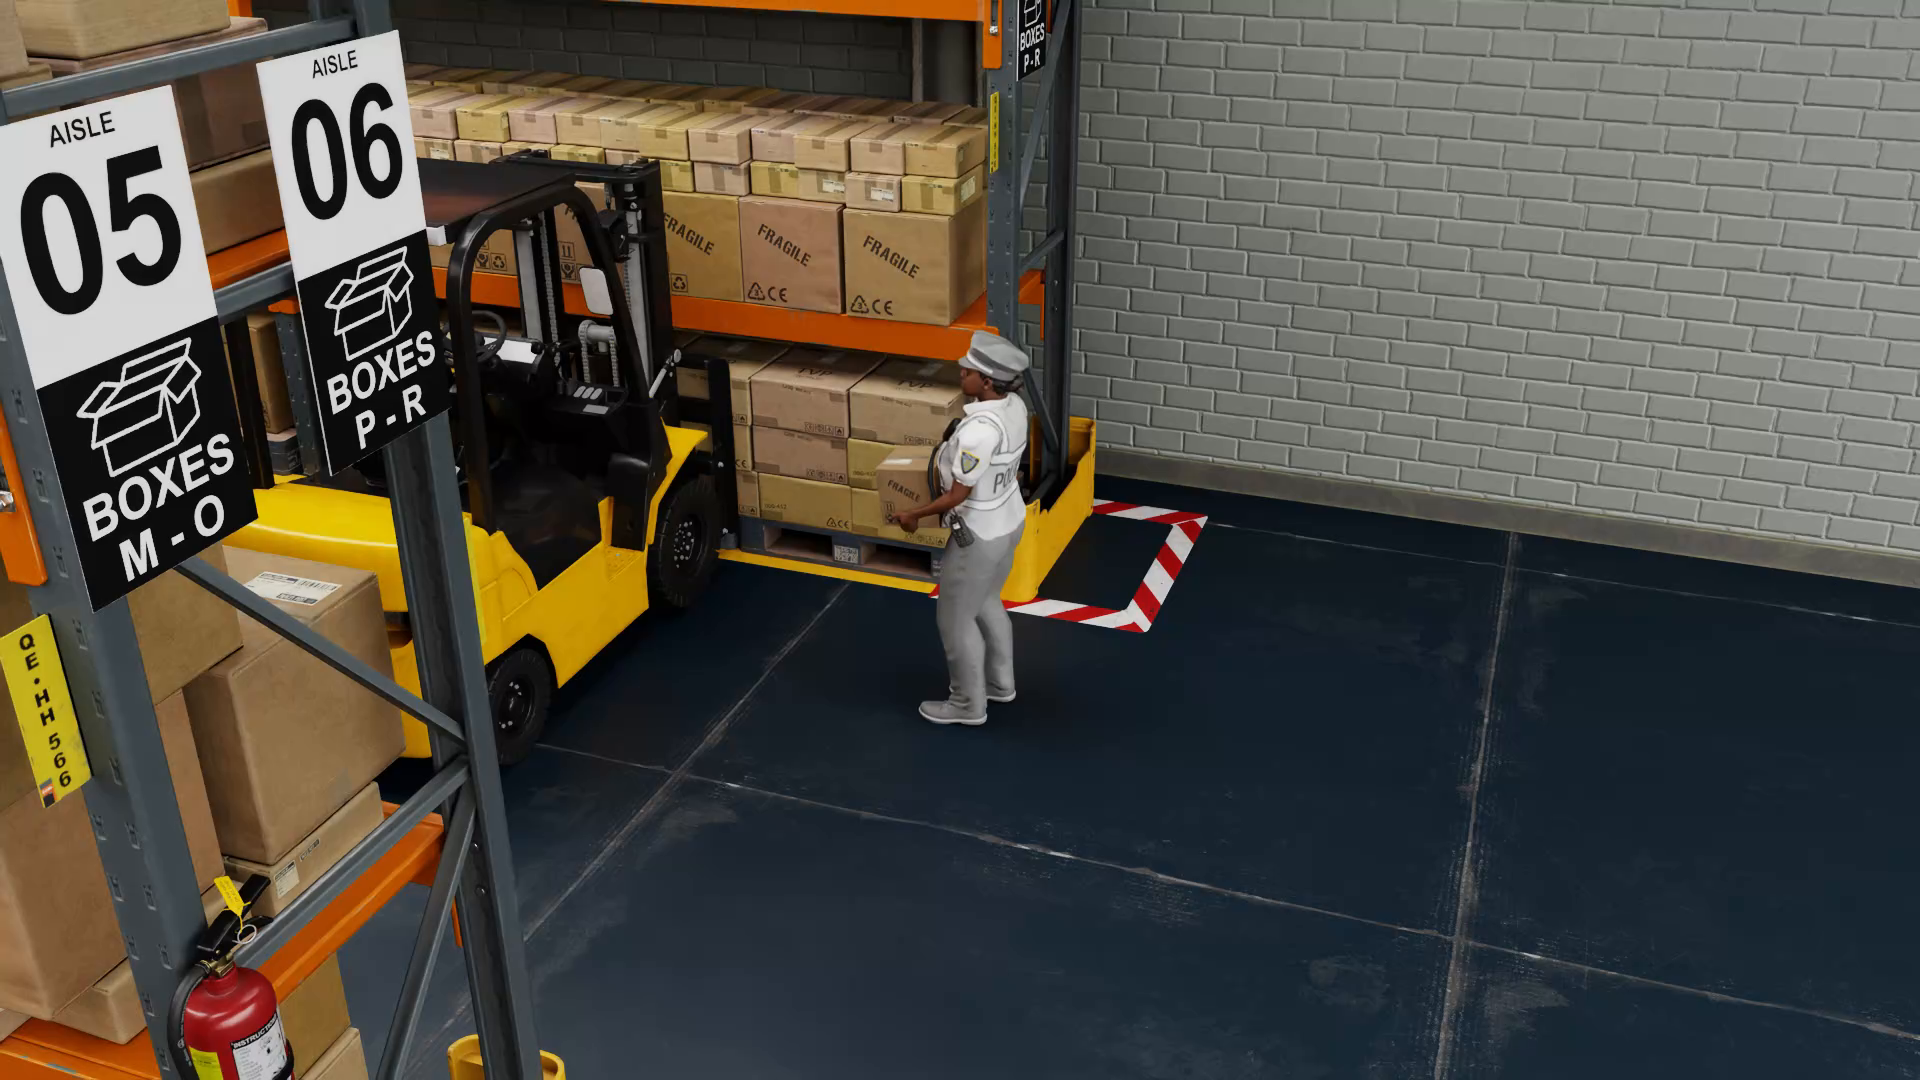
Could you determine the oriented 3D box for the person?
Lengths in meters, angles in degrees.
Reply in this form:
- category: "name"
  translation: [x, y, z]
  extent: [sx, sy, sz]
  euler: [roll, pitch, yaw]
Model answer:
- category: "person"
  translation: [0.011, -0.049, 6.687]
  extent: [0.531, 1.688, 0.451]
  euler: [9, 27, 18]
